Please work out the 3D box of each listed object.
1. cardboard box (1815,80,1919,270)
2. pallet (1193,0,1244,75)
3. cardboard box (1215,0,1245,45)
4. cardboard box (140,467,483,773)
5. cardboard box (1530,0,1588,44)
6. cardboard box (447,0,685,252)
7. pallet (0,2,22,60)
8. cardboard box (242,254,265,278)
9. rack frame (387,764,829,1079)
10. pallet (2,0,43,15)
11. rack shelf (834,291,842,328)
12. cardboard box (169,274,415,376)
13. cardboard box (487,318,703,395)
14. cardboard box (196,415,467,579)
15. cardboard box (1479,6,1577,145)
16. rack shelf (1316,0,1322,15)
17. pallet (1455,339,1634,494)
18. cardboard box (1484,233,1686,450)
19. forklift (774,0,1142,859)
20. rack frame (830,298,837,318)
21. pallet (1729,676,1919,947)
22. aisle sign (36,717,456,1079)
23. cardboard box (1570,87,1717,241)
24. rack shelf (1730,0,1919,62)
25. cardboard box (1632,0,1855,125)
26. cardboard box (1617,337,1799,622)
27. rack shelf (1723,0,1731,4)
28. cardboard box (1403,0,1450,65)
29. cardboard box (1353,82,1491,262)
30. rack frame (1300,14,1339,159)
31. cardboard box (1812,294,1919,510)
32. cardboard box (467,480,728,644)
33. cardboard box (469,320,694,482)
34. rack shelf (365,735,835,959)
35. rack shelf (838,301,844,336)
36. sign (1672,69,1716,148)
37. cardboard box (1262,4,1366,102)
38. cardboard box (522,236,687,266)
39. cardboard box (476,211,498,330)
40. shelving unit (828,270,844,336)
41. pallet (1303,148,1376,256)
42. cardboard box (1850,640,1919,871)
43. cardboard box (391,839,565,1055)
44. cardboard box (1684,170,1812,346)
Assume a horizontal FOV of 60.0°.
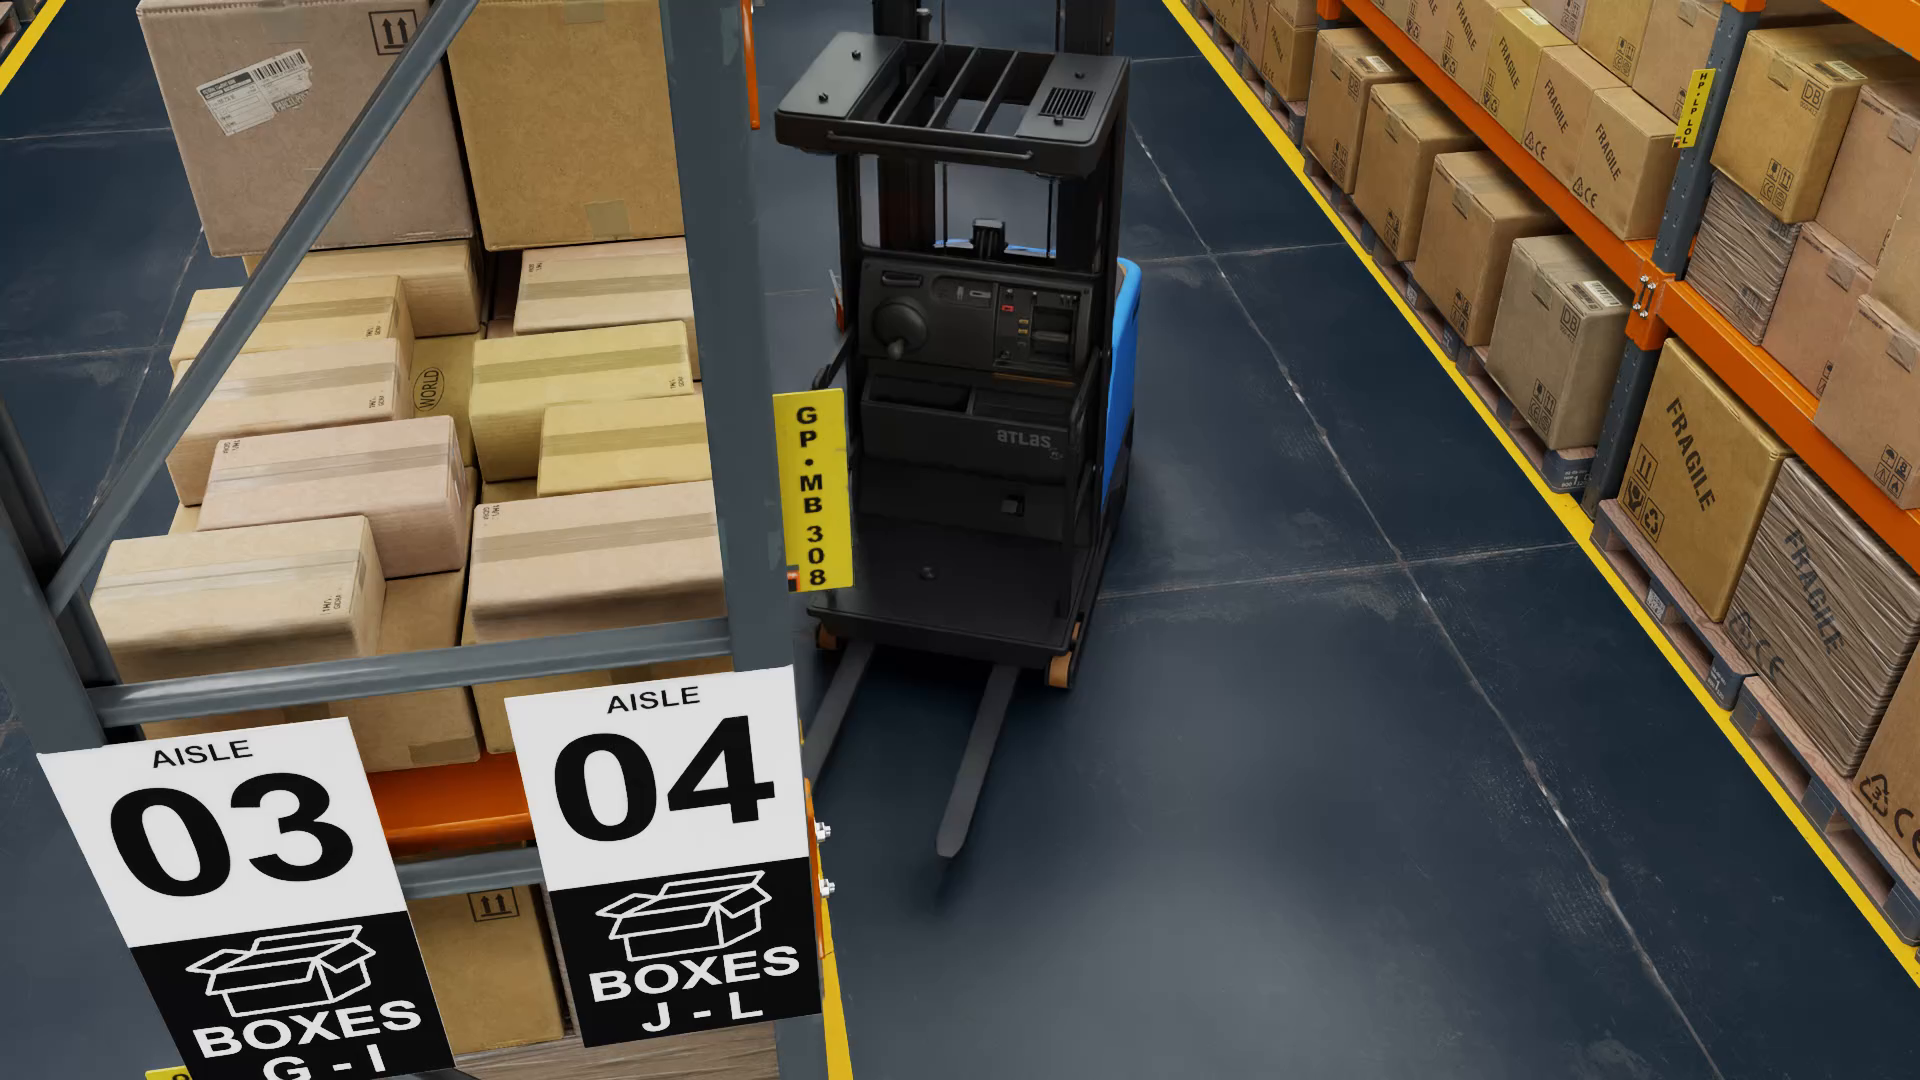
[{"bbox_3d":[3.708,-1.300,5.976,0.875,0.550,0.550,-6,38,-8],"label":"cardboard box"},{"bbox_3d":[2.419,-3.883,12.576,1.003,0.211,1.213,-6,38,-8],"label":"pallet"},{"bbox_3d":[2.196,-3.956,12.092,0.500,0.500,0.500,-8,39,-10],"label":"cardboard box"},{"bbox_3d":[-1.068,0.139,2.804,0.500,0.250,0.500,-5,38,-7],"label":"cardboard box"},{"bbox_3d":[3.193,-2.710,7.896,0.700,0.500,0.500,-6,38,-8],"label":"cardboard box"},{"bbox_3d":[-0.728,-0.937,3.334,0.500,0.500,0.500,-6,38,-8],"label":"cardboard box"},{"bbox_3d":[-7.619,-3.615,12.232,1.003,0.211,1.213,-6,38,-8],"label":"pallet"},{"bbox_3d":[-1.310,-0.675,3.527,0.380,0.149,0.250,-8,39,-10],"label":"cardboard box"},{"bbox_3d":[-0.733,1.528,3.338,1.000,3.000,0.127,-6,38,-8],"label":"rack frame"},{"bbox_3d":[-7.880,-4.526,13.404,1.003,0.211,1.213,-6,38,-8],"label":"pallet"},{"bbox_3d":[-0.564,-1.302,9.269,0.258,0.180,0.103,-8,38,-10],"label":"rack shelf"},{"bbox_3d":[-1.243,-0.361,3.122,0.380,0.149,0.250,-6,38,-8],"label":"cardboard box"},{"bbox_3d":[-0.660,-0.227,3.274,0.500,0.250,0.500,-7,38,-9],"label":"cardboard box"},{"bbox_3d":[-1.019,-0.059,2.733,0.380,0.149,0.250,-7,38,-9],"label":"cardboard box"},{"bbox_3d":[2.934,-2.297,8.180,0.500,0.500,0.500,-6,38,-7],"label":"cardboard box"},{"bbox_3d":[2.414,-4.700,11.942,1.077,0.370,4.000,-6,38,-8],"label":"rack shelf"},{"bbox_3d":[3.257,-0.717,8.501,1.003,0.211,1.213,-6,38,-8],"label":"pallet"},{"bbox_3d":[3.269,-1.003,8.088,1.050,0.750,0.750,-6,38,-8],"label":"cardboard box"},{"bbox_3d":[0.006,-0.798,6.388,1.130,2.935,3.031,8,39,11],"label":"forklift"},{"bbox_3d":[-0.493,-1.042,9.081,0.240,0.006,1.200,-8,38,-10],"label":"rack frame"},{"bbox_3d":[3.740,0.947,6.359,1.003,0.211,1.213,-6,38,-8],"label":"pallet"},{"bbox_3d":[-1.018,0.571,2.451,0.394,0.787,0.004,-6,38,-8],"label":"aisle sign"},{"bbox_3d":[3.112,-1.686,7.394,0.500,0.500,0.500,-6,38,-8],"label":"cardboard box"},{"bbox_3d":[3.817,-1.053,4.802,1.077,0.370,4.000,-6,38,-8],"label":"rack shelf"},{"bbox_3d":[3.373,-2.094,7.104,0.700,0.500,0.500,-7,38,-9],"label":"cardboard box"},{"bbox_3d":[3.508,-0.300,7.080,0.875,0.875,0.875,-6,38,-7],"label":"cardboard box"},{"bbox_3d":[3.116,-3.469,7.911,1.077,0.370,4.000,-6,38,-8],"label":"rack shelf"},{"bbox_3d":[2.758,-2.904,8.962,0.500,0.500,0.500,-6,38,-8],"label":"cardboard box"},{"bbox_3d":[2.940,-2.149,9.562,1.050,0.750,0.750,-6,38,-7],"label":"cardboard box"},{"bbox_3d":[2.765,-3.776,10.166,1.000,3.000,0.127,-6,38,-8],"label":"rack frame"},{"bbox_3d":[3.640,-0.529,5.864,0.875,0.550,0.550,-6,38,-8],"label":"cardboard box"},{"bbox_3d":[-0.554,0.054,2.588,0.380,0.149,0.250,-6,38,-8],"label":"cardboard box"},{"bbox_3d":[-0.670,-0.252,2.982,0.380,0.149,0.250,-7,38,-9],"label":"cardboard box"},{"bbox_3d":[-1.084,-0.580,4.193,1.077,0.370,4.000,-6,38,-8],"label":"rack shelf"},{"bbox_3d":[-0.537,-1.231,9.176,0.258,0.180,0.103,-8,38,-10],"label":"rack shelf"},{"bbox_3d":[2.934,-1.722,6.642,0.100,0.325,0.005,-6,38,-8],"label":"sign"},{"bbox_3d":[2.392,-3.324,11.279,0.500,0.500,0.500,-6,38,-8],"label":"cardboard box"},{"bbox_3d":[-0.686,-0.572,3.393,0.380,0.149,0.250,-6,38,-8],"label":"cardboard box"},{"bbox_3d":[-1.240,-0.473,3.591,0.500,0.250,0.500,-5,38,-7],"label":"cardboard box"},{"bbox_3d":[-0.493,-1.115,9.025,0.258,0.189,1.200,-8,38,-10],"label":"shelving unit"},{"bbox_3d":[2.829,-2.191,10.398,1.003,0.211,1.213,-6,38,-8],"label":"pallet"},{"bbox_3d":[3.827,0.795,5.671,0.875,0.875,0.875,-7,38,-9],"label":"cardboard box"},{"bbox_3d":[-1.073,0.671,3.303,0.500,0.500,0.500,-6,38,-8],"label":"cardboard box"},{"bbox_3d":[3.543,-1.198,6.725,0.875,0.550,0.550,-6,38,-8],"label":"cardboard box"}]
